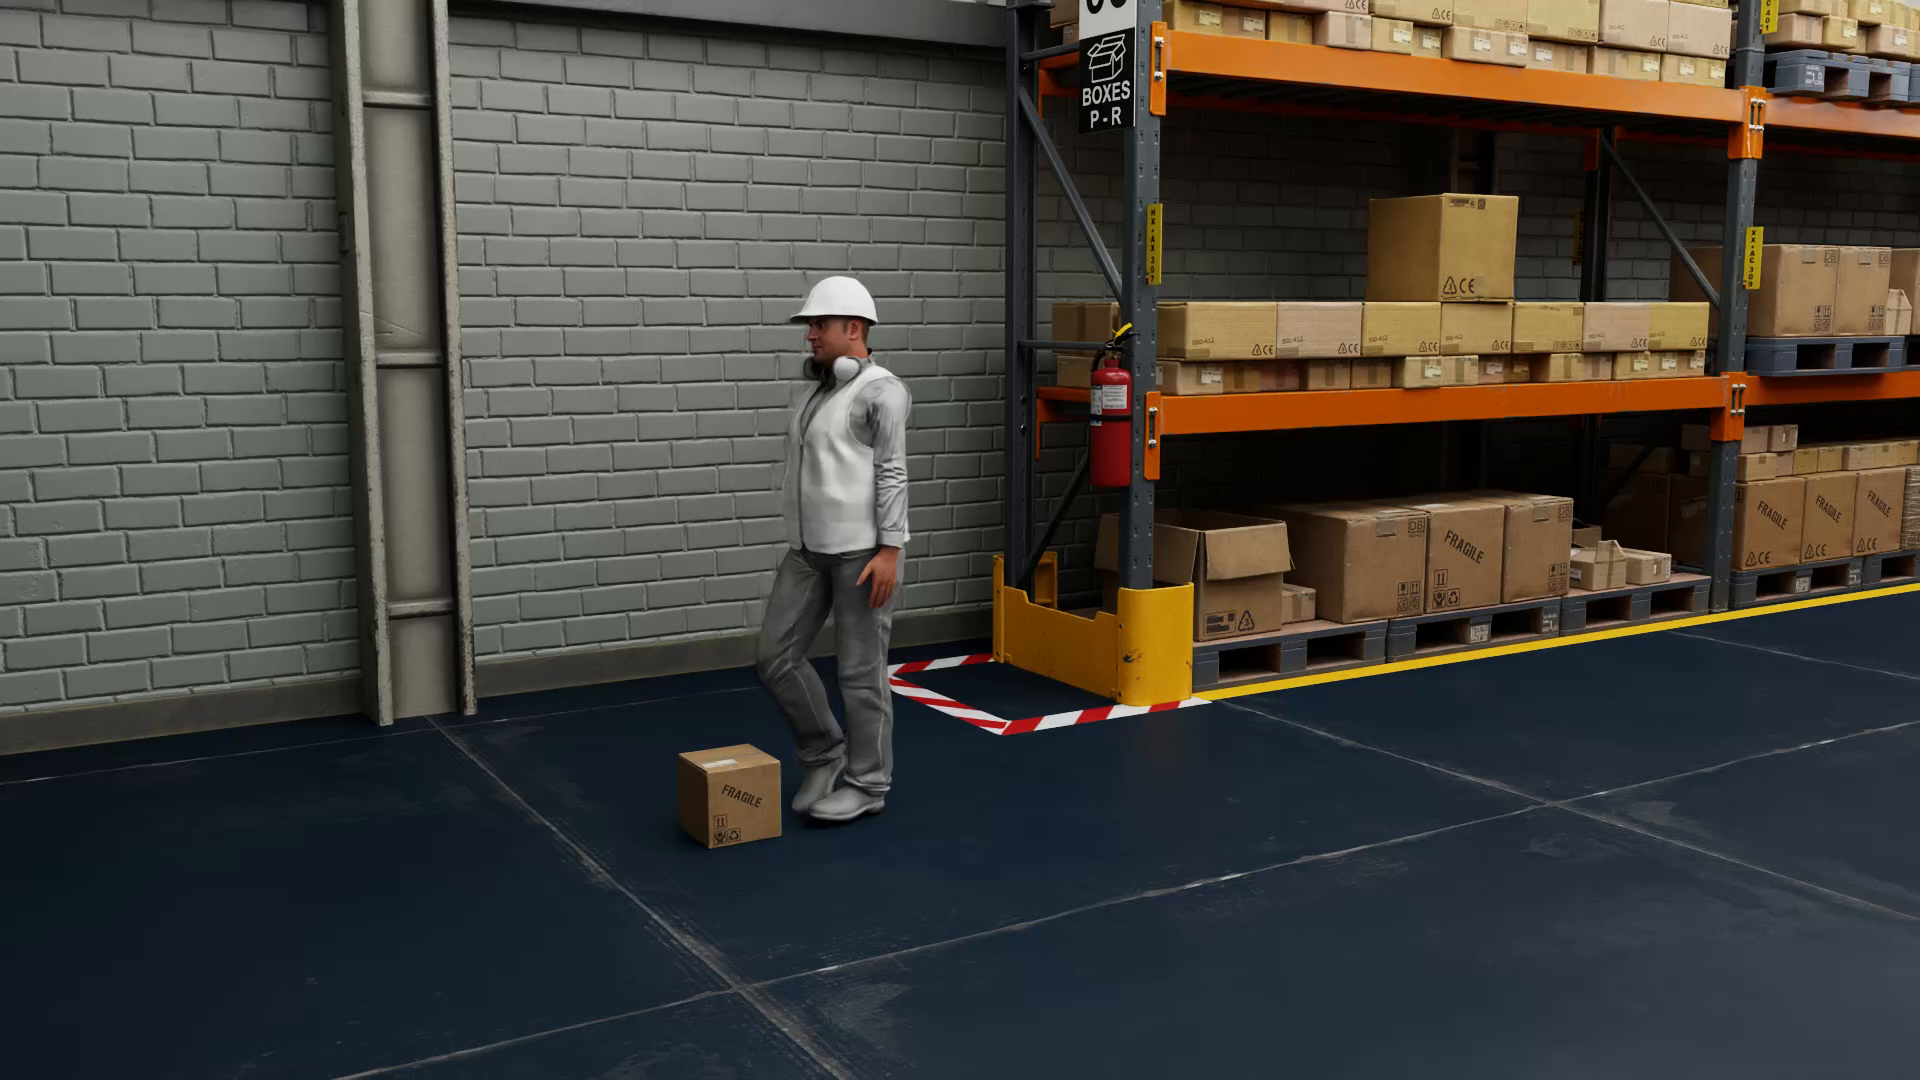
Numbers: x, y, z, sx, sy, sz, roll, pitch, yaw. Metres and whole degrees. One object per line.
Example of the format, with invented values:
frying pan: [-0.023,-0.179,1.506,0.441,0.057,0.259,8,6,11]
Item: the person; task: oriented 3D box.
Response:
person: [-0.395,0.046,5.443,0.431,1.800,0.577,-7,11,-41]
